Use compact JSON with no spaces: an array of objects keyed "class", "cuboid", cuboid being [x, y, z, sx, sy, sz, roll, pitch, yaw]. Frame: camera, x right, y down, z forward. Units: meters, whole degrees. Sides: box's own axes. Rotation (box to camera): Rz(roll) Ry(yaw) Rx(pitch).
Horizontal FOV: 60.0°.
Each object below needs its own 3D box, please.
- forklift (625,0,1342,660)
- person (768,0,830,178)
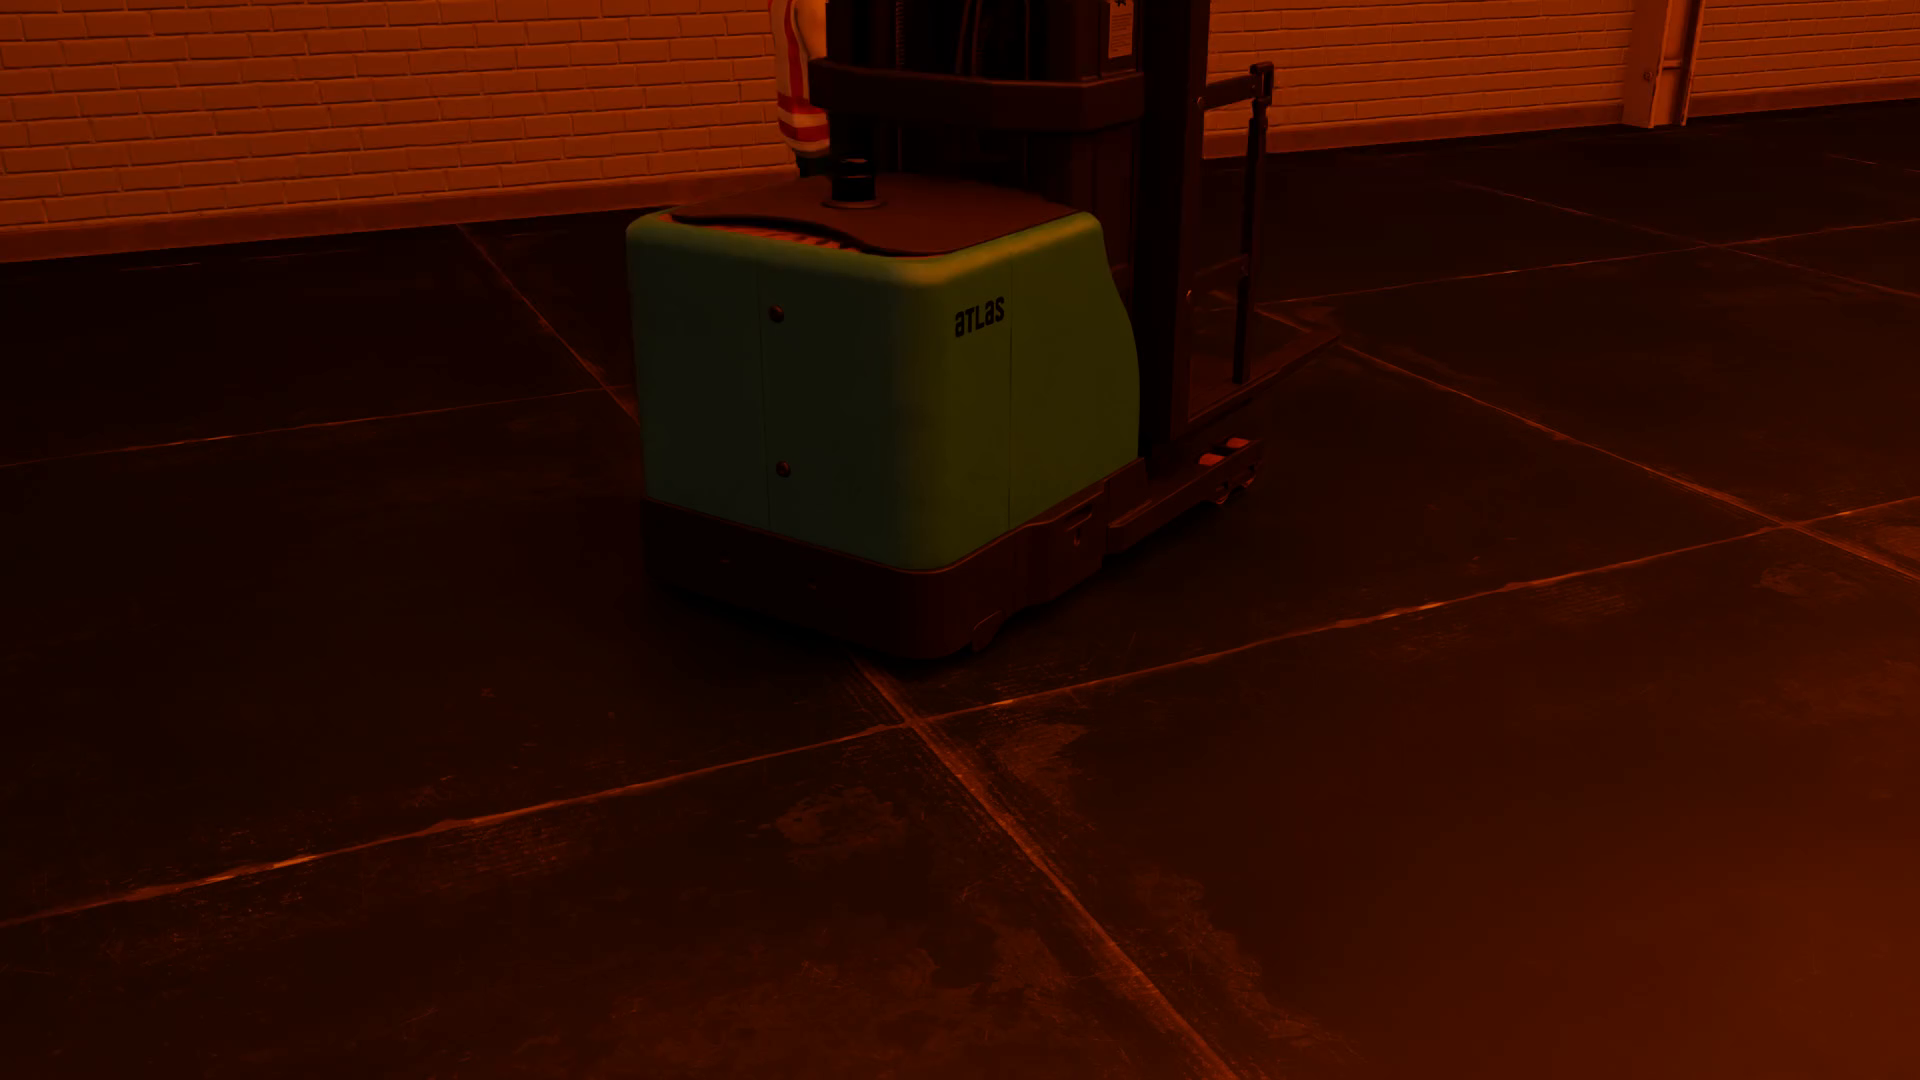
[{"class":"forklift","cuboid":[0.357,-1.560,5.042,1.130,2.935,3.031,15,27,32]},{"class":"person","cuboid":[-0.451,-1.558,6.521,0.521,1.795,0.660,-9,24,-21]}]
